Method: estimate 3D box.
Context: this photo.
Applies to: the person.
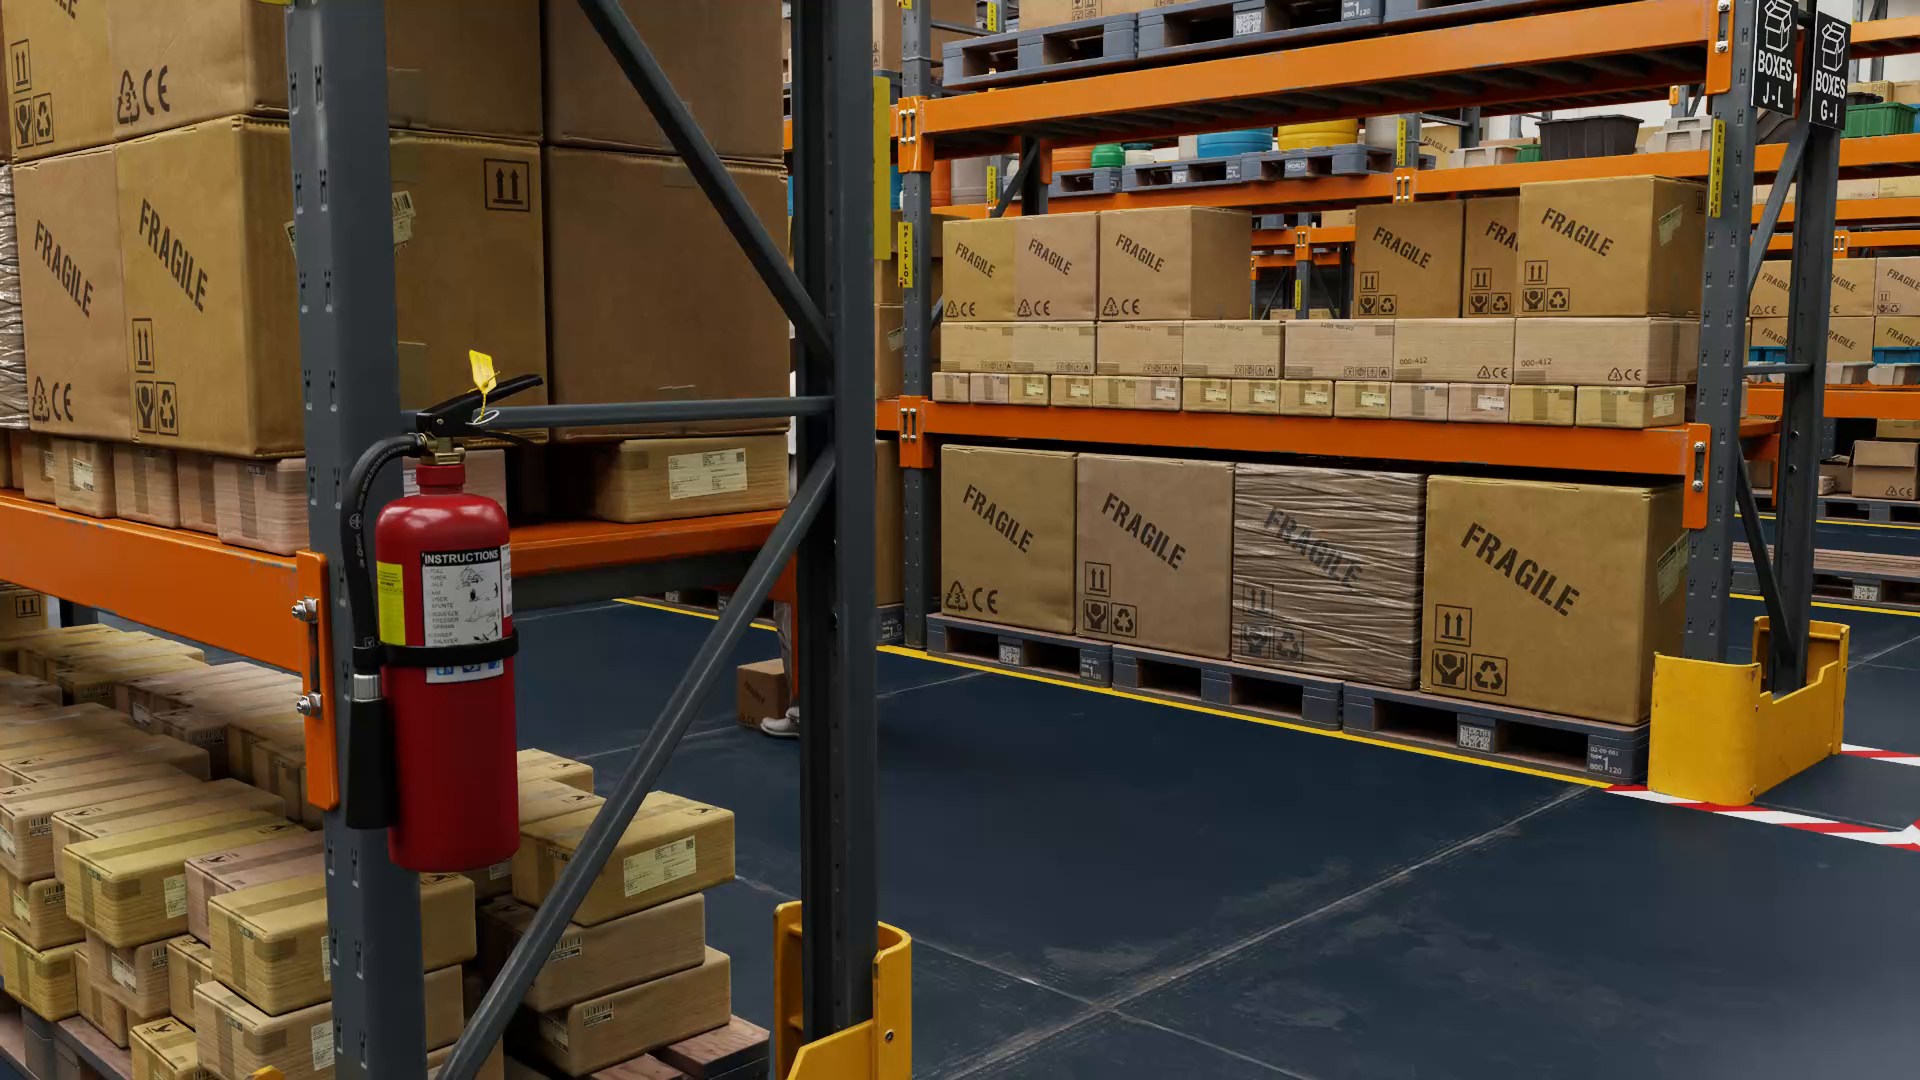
[{"bbox_3d":[-0.597,-0.073,6.786,0.461,1.759,0.628,6,9,40],"label":"person"}]
